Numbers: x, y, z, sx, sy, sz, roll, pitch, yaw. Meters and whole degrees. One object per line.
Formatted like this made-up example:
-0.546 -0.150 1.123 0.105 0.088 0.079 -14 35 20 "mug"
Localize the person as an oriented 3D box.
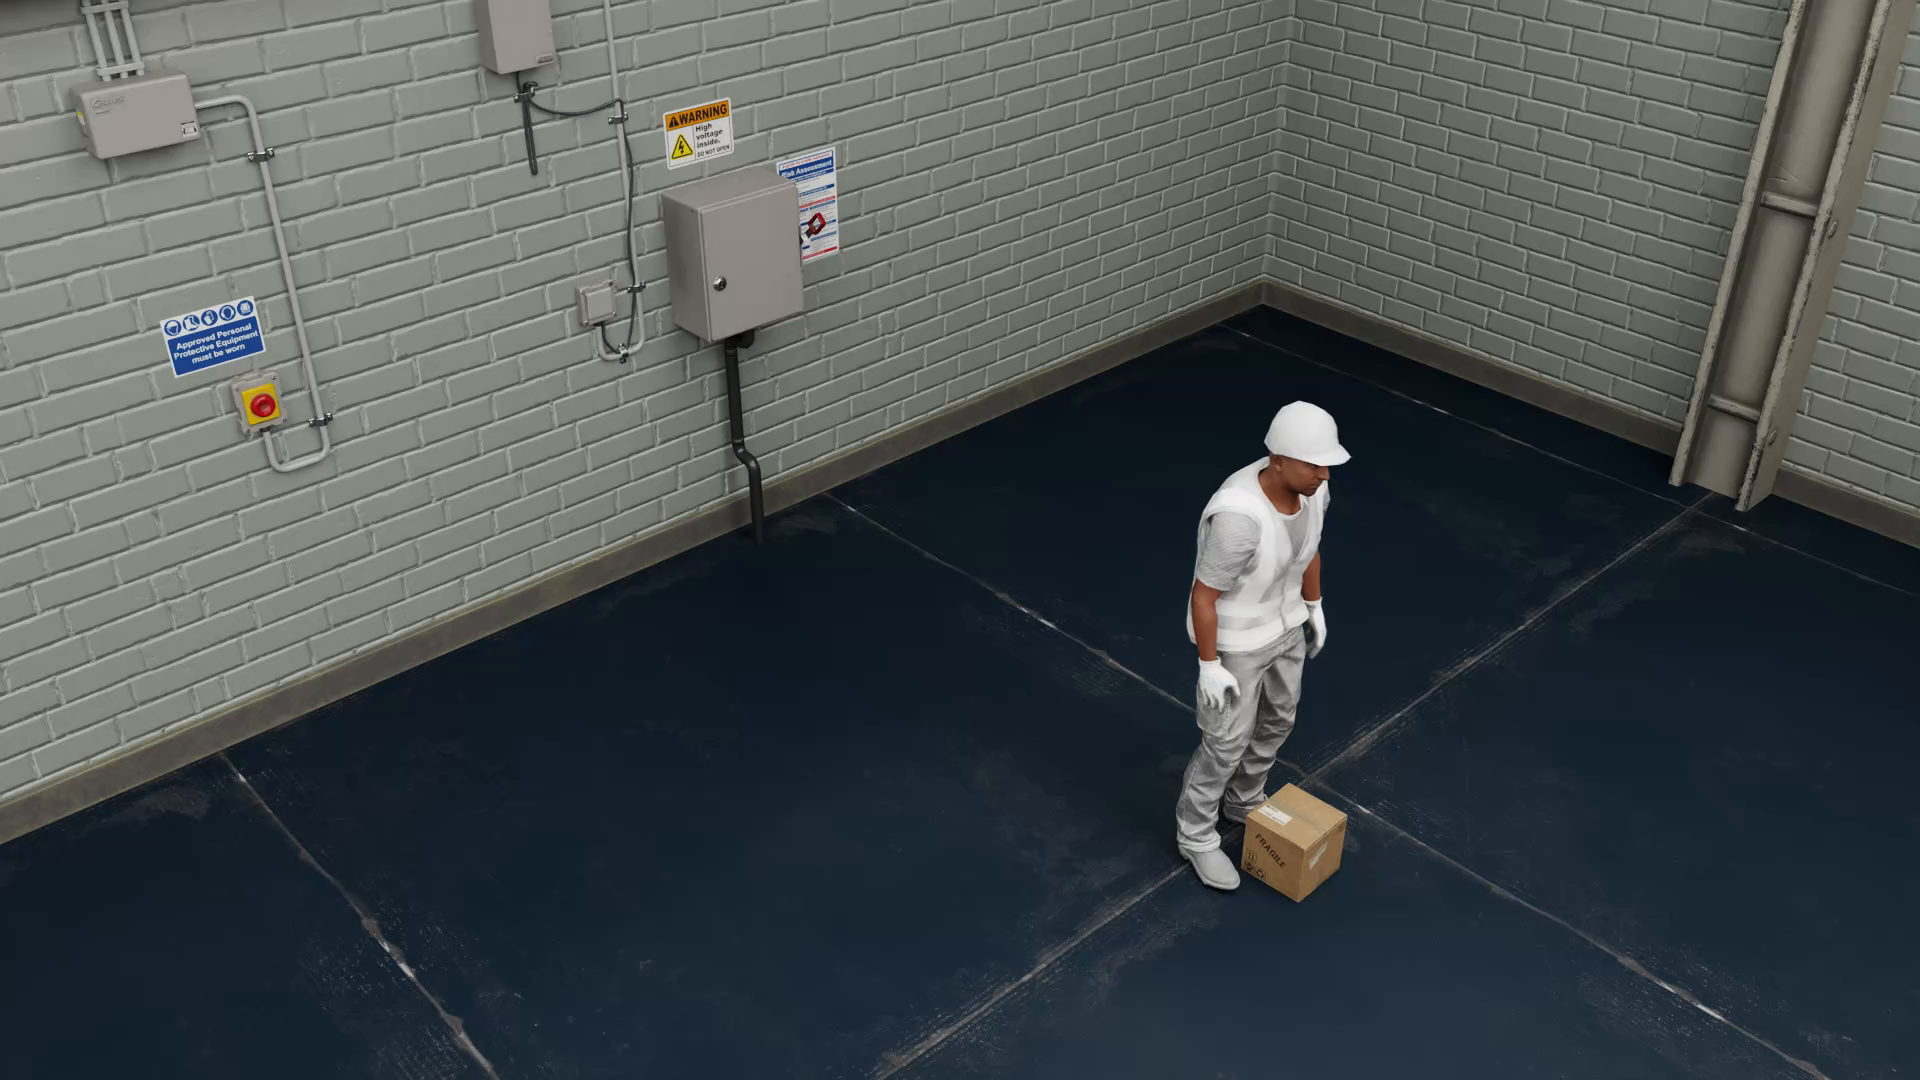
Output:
1.002 0.330 5.584 0.619 1.775 0.446 -25 40 -35 "person"
